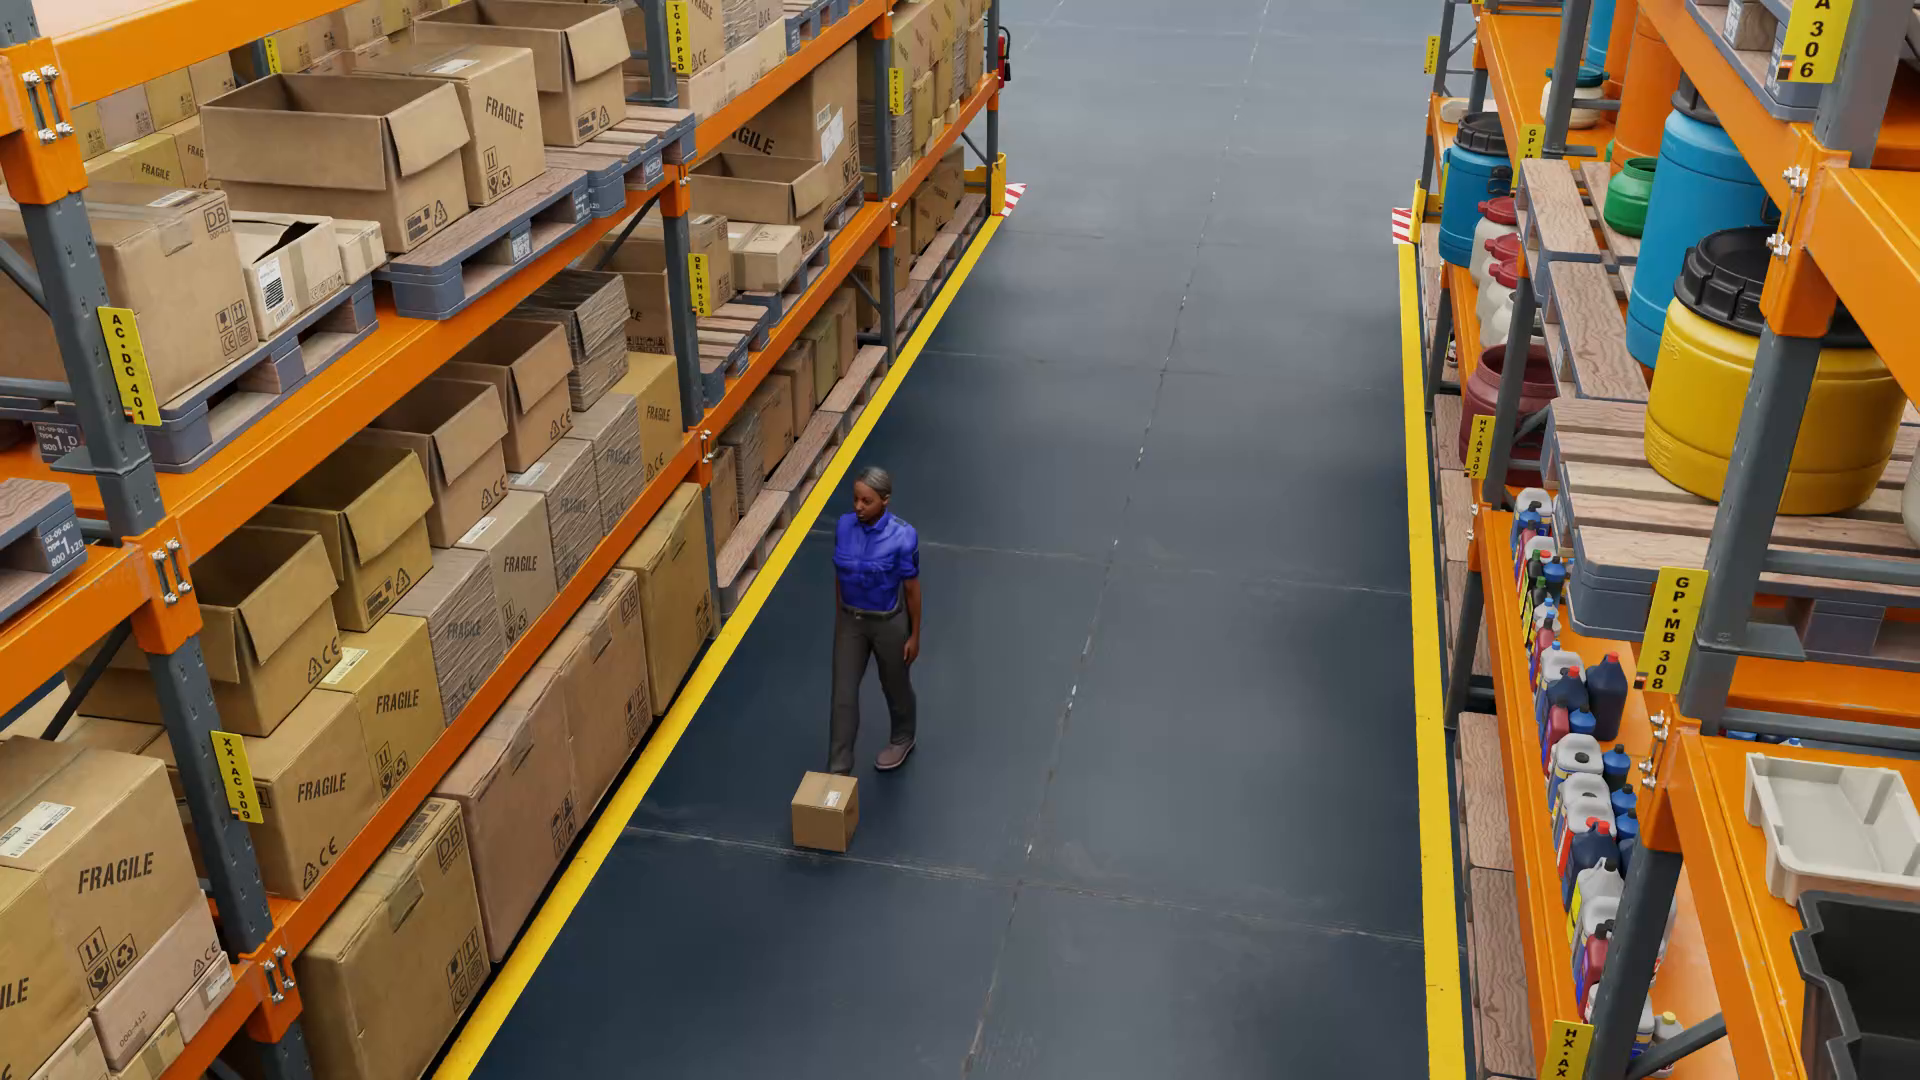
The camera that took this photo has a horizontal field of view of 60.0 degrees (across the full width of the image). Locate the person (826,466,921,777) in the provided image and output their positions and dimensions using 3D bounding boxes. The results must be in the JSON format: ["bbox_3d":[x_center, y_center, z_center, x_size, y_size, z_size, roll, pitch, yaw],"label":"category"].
[{"bbox_3d":[-0.441,0.450,7.796,0.458,1.643,0.697,11,31,19],"label":"person"}]
